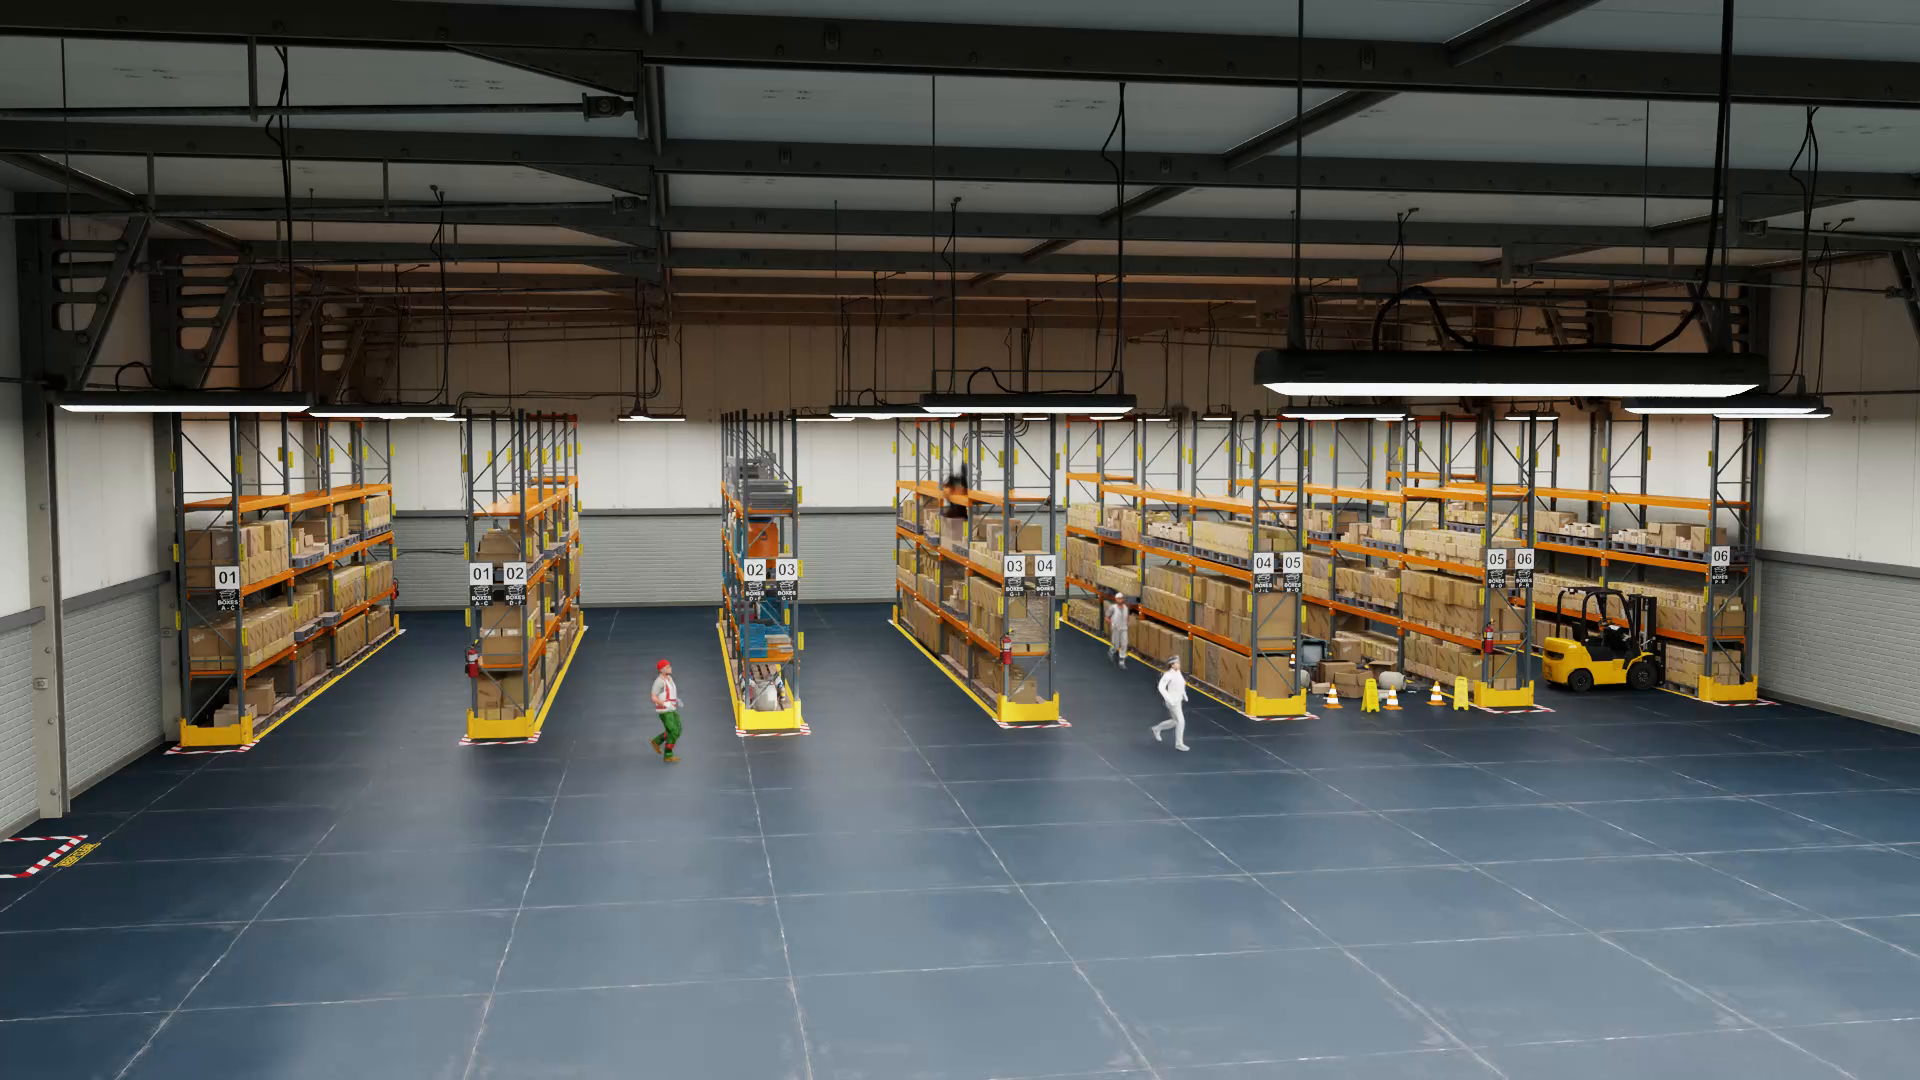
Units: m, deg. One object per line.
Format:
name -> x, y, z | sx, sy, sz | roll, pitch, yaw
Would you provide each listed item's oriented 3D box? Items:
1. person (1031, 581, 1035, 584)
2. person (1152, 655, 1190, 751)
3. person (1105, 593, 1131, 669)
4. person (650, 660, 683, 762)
person -> 2.039, 1.588, 47.106 | 0.661, 1.777, 0.766 | -1, 4, -9
person -> 3.718, 2.851, 29.372 | 0.765, 1.681, 0.637 | 2, 5, 31
person -> 3.723, 2.116, 38.916 | 0.667, 1.763, 0.860 | -1, 4, -18
person -> -5.002, 2.888, 28.167 | 0.621, 1.736, 0.653 | 1, 4, 15
